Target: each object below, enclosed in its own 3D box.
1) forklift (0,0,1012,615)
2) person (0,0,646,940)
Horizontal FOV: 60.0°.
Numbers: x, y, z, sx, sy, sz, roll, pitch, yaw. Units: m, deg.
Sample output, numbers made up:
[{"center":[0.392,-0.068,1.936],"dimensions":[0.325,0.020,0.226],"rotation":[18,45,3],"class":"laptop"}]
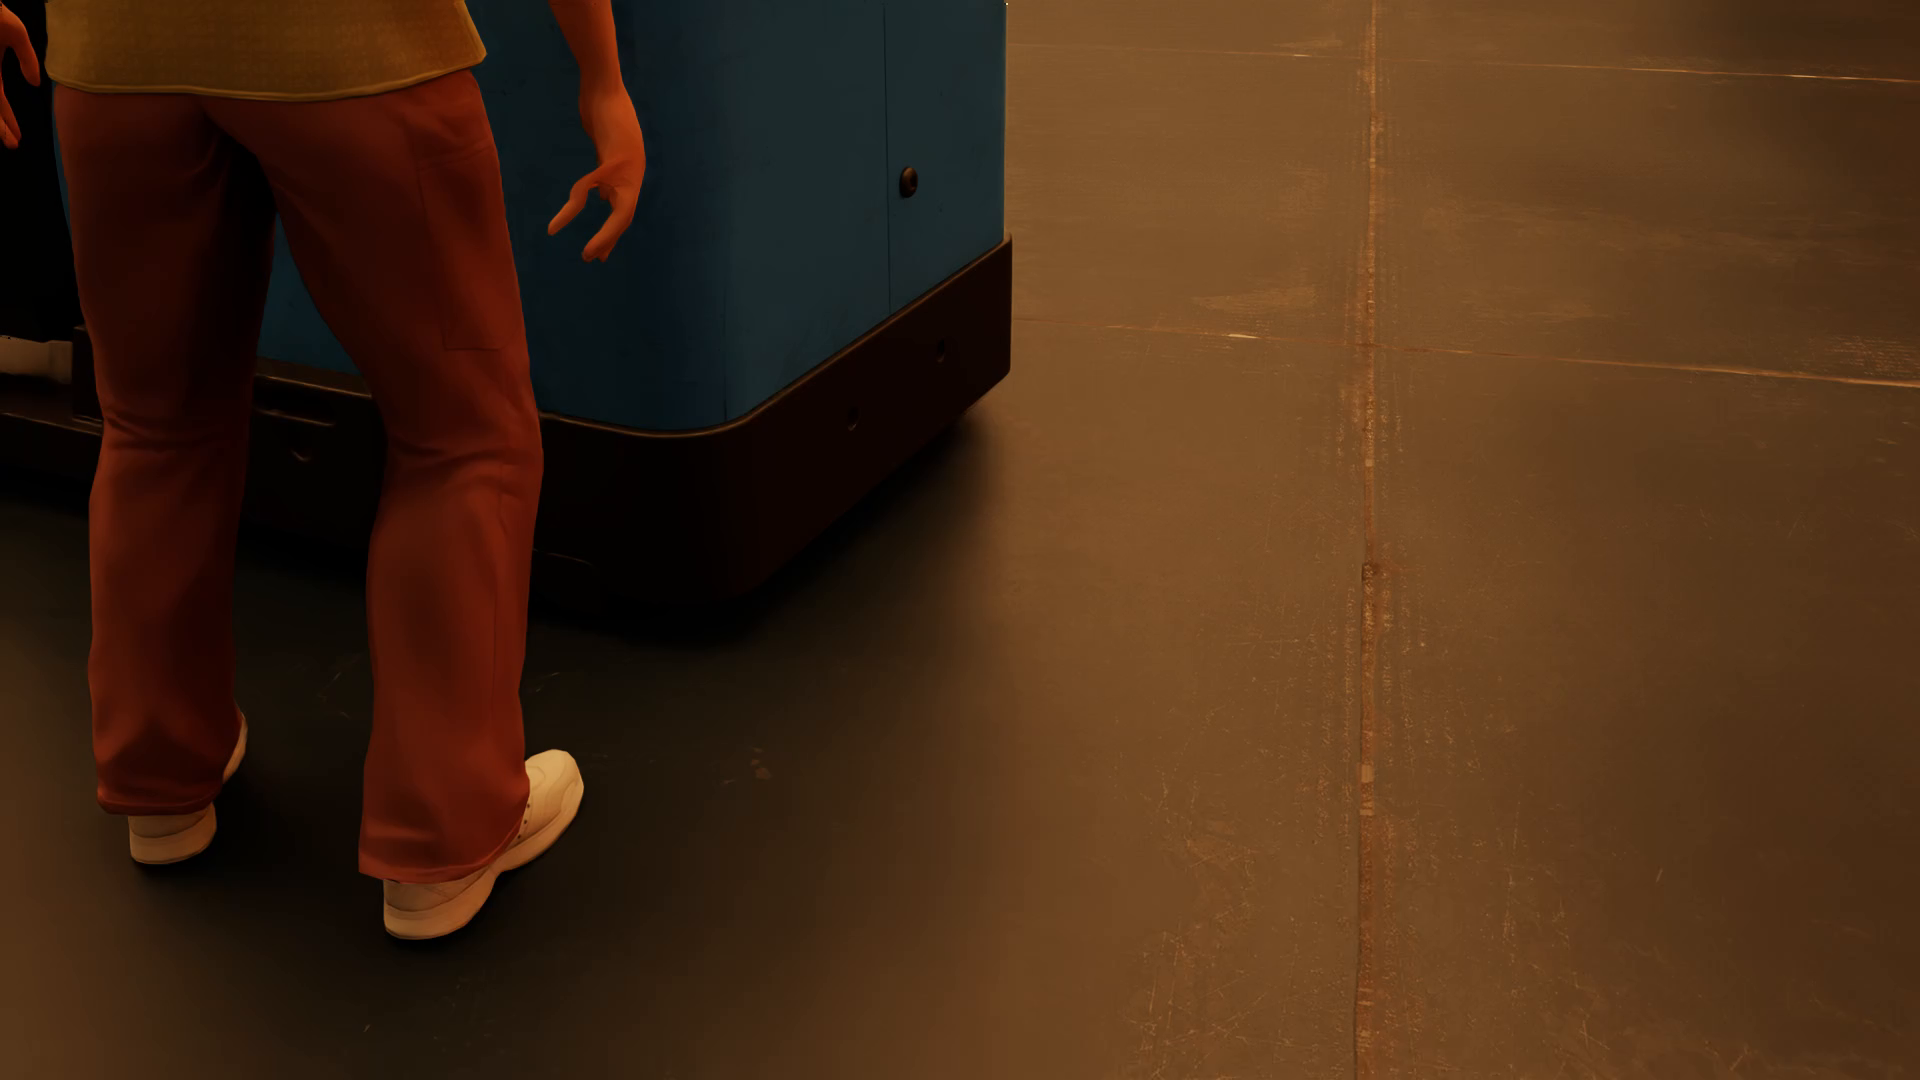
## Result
[{"center":[-1.473,-1.639,2.495],"dimensions":[3.031,2.935,1.130],"rotation":[12,29,22],"class":"forklift"},{"center":[-0.614,-0.411,1.486],"dimensions":[0.704,1.650,0.387],"rotation":[3,27,6],"class":"person"}]
